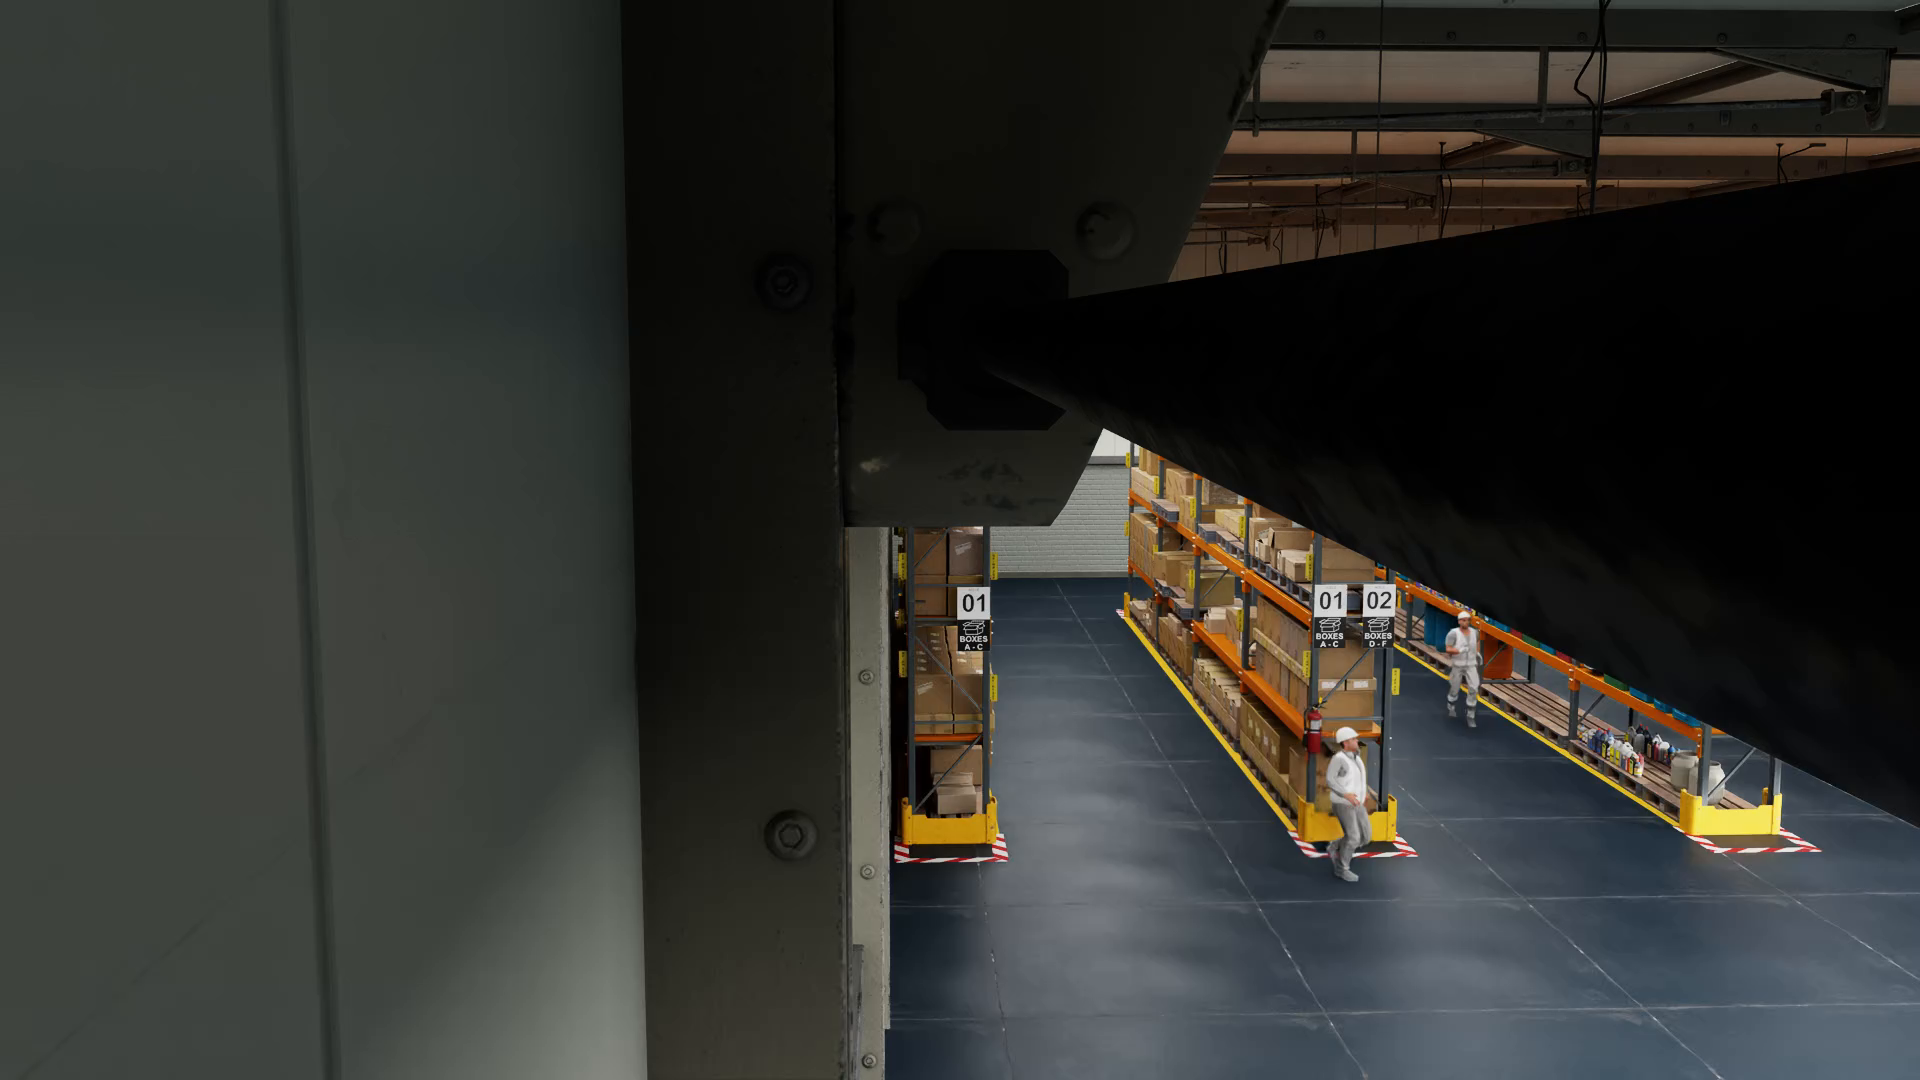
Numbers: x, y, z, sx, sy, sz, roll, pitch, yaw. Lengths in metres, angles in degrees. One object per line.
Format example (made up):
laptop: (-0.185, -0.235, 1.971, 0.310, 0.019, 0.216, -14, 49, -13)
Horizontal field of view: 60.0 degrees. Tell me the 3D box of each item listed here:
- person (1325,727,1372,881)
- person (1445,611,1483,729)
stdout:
person: (4.497, 3.033, 19.211, 0.516, 1.743, 0.691, 6, 10, 41)
person: (8.037, 2.045, 26.542, 0.648, 1.845, 0.799, 0, 7, -1)
